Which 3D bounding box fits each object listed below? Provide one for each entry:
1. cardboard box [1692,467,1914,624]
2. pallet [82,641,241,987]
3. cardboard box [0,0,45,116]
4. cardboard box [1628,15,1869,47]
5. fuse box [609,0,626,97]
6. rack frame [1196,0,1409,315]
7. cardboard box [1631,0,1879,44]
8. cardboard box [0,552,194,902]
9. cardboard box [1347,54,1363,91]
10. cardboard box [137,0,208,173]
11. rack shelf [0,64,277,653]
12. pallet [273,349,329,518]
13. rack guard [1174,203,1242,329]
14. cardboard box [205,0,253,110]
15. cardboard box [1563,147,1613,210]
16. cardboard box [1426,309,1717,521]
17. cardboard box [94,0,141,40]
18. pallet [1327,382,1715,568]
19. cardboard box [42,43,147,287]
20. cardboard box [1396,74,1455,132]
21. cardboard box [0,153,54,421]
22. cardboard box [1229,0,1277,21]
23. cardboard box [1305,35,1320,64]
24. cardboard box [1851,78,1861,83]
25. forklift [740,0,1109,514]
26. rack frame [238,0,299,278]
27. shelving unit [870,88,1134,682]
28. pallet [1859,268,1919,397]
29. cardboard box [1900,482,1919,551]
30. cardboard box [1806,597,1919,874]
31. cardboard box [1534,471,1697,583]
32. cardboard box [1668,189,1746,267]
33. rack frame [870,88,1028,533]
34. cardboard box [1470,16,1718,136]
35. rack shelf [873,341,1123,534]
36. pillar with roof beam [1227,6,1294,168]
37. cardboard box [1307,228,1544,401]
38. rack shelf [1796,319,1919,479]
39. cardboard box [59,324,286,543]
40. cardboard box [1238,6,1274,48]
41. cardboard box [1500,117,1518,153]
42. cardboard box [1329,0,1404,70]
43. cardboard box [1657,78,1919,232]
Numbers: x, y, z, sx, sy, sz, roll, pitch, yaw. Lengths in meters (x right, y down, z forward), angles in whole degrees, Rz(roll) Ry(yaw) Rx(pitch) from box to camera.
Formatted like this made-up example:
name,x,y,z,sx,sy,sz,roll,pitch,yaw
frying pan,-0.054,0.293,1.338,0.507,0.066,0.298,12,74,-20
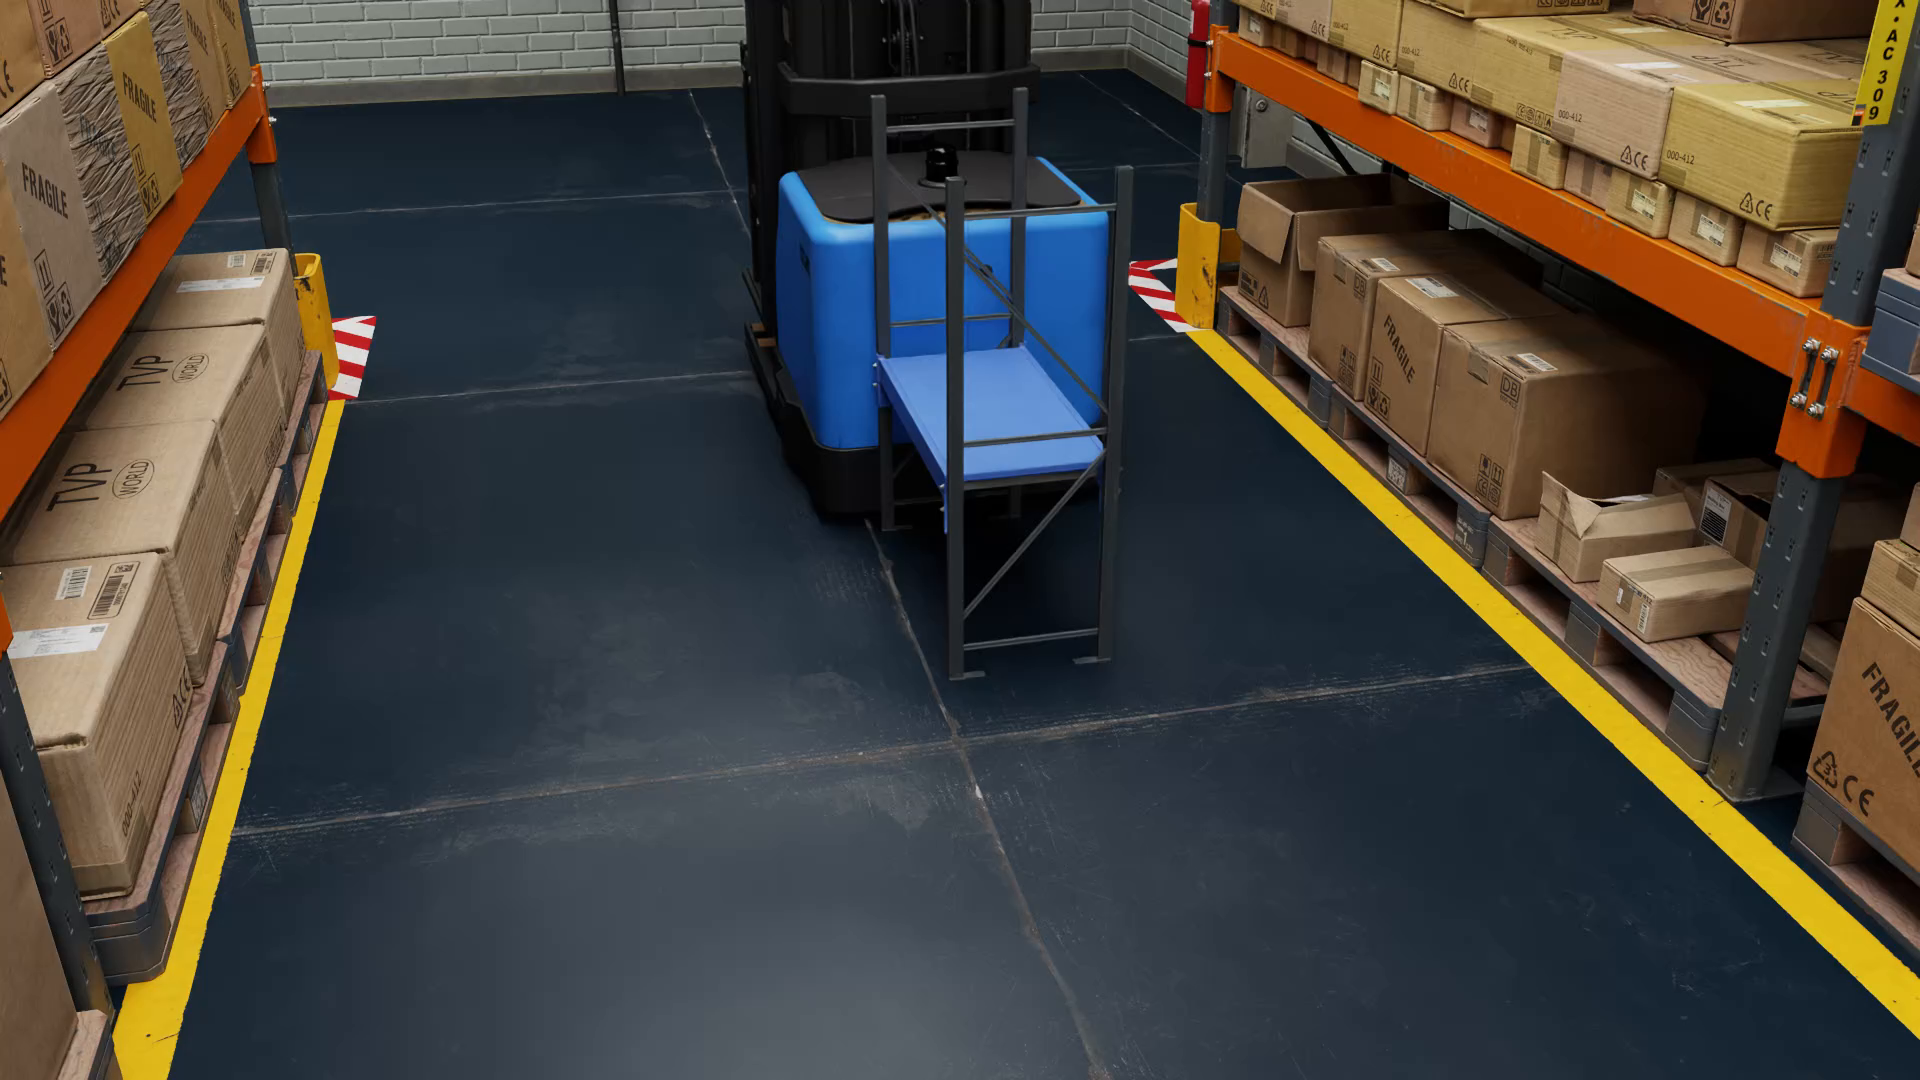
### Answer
name,x,y,z,sx,sy,sz,roll,pitch,yaw
cardboard box,2.582,-0.019,4.976,0.500,0.311,0.500,-5,27,-10
pallet,-2.430,0.691,4.147,1.003,0.211,1.213,-6,27,-12
cardboard box,-2.314,-1.159,3.497,0.500,0.500,0.500,-6,27,-12
cardboard box,2.418,-1.475,5.179,0.500,0.250,0.500,-5,27,-10
fuse box,-2.450,-4.015,11.806,0.539,1.711,0.414,-6,27,-12
rack frame,1.599,-2.474,7.322,1.000,3.000,0.127,-6,27,-12
cardboard box,2.424,-1.799,4.990,0.500,0.500,0.500,-7,28,-13
cardboard box,-2.372,0.458,3.892,0.875,0.438,0.875,-6,27,-12
cardboard box,1.664,-1.737,6.142,0.380,0.149,0.250,-6,27,-11
cardboard box,-2.646,-1.381,5.046,0.500,0.500,0.500,-5,27,-10
rack shelf,-2.785,-0.769,4.743,1.077,0.370,4.000,-6,27,-12
pallet,-2.980,-0.380,6.269,1.003,0.211,1.213,-6,27,-12
rack guard,1.616,-1.324,7.819,1.175,0.500,0.348,-6,27,-12
cardboard box,-2.870,-1.828,5.931,0.500,0.500,0.500,-6,27,-11
cardboard box,1.988,-1.062,4.803,0.380,0.149,0.250,-5,27,-10
cardboard box,2.033,-0.432,5.585,0.700,0.500,0.500,-7,28,-14
cardboard box,-2.529,-1.607,4.384,0.500,0.500,0.500,-6,27,-12
pallet,2.068,-0.311,6.132,1.003,0.211,1.213,-6,27,-12
cardboard box,-2.401,-0.930,4.152,0.500,0.500,0.500,-6,27,-11
cardboard box,1.727,-1.505,5.682,0.380,0.149,0.250,-5,27,-10
cardboard box,-2.185,-0.489,3.280,0.500,0.500,0.500,-5,27,-10
cardboard box,1.439,-2.313,6.840,0.500,0.250,0.500,-6,27,-11
cardboard box,1.601,-1.971,6.604,0.380,0.149,0.250,-6,27,-12
cardboard box,2.652,-1.028,4.295,0.500,0.250,0.500,-6,27,-12
forklift,-0.326,-2.044,6.547,1.130,2.935,3.031,-6,27,-12
rack frame,-3.236,-1.968,6.320,1.000,3.000,0.127,-6,27,-12
shelving unit,0.089,-0.505,5.085,0.538,1.500,1.048,-6,27,-12
pallet,2.574,-0.270,3.169,1.003,0.211,1.213,-6,27,-12
cardboard box,2.381,-0.033,3.745,0.380,0.149,0.250,-6,27,-12
cardboard box,2.390,0.446,3.846,0.500,0.500,0.500,-5,27,-9
cardboard box,2.008,-0.056,5.100,0.396,0.266,0.258,-5,27,-10
cardboard box,2.103,-0.832,4.348,0.380,0.149,0.250,-5,27,-10
rack frame,-0.031,-0.727,5.526,0.500,1.500,0.032,-6,27,-12
cardboard box,1.921,-1.421,5.073,0.500,0.250,0.500,-6,27,-12
rack shelf,0.089,-0.344,5.166,0.538,0.185,1.000,-6,27,-12
pillar with roof beam,-2.325,-5.990,7.631,9.100,9.000,0.400,-6,27,-12
cardboard box,1.799,-0.888,6.488,0.700,0.500,0.500,-5,27,-9
rack shelf,2.951,0.481,2.266,1.077,0.370,4.000,-6,27,-12
cardboard box,-2.776,-0.331,5.455,0.875,0.438,0.875,-5,27,-10
cardboard box,1.406,-2.189,7.038,0.380,0.149,0.250,-6,27,-12
cardboard box,1.954,-1.296,5.267,0.380,0.149,0.250,-6,27,-11
cardboard box,1.670,-1.870,5.961,0.500,0.250,0.500,-6,27,-13
cardboard box,2.148,-0.982,4.204,0.500,0.250,0.500,-5,27,-10
